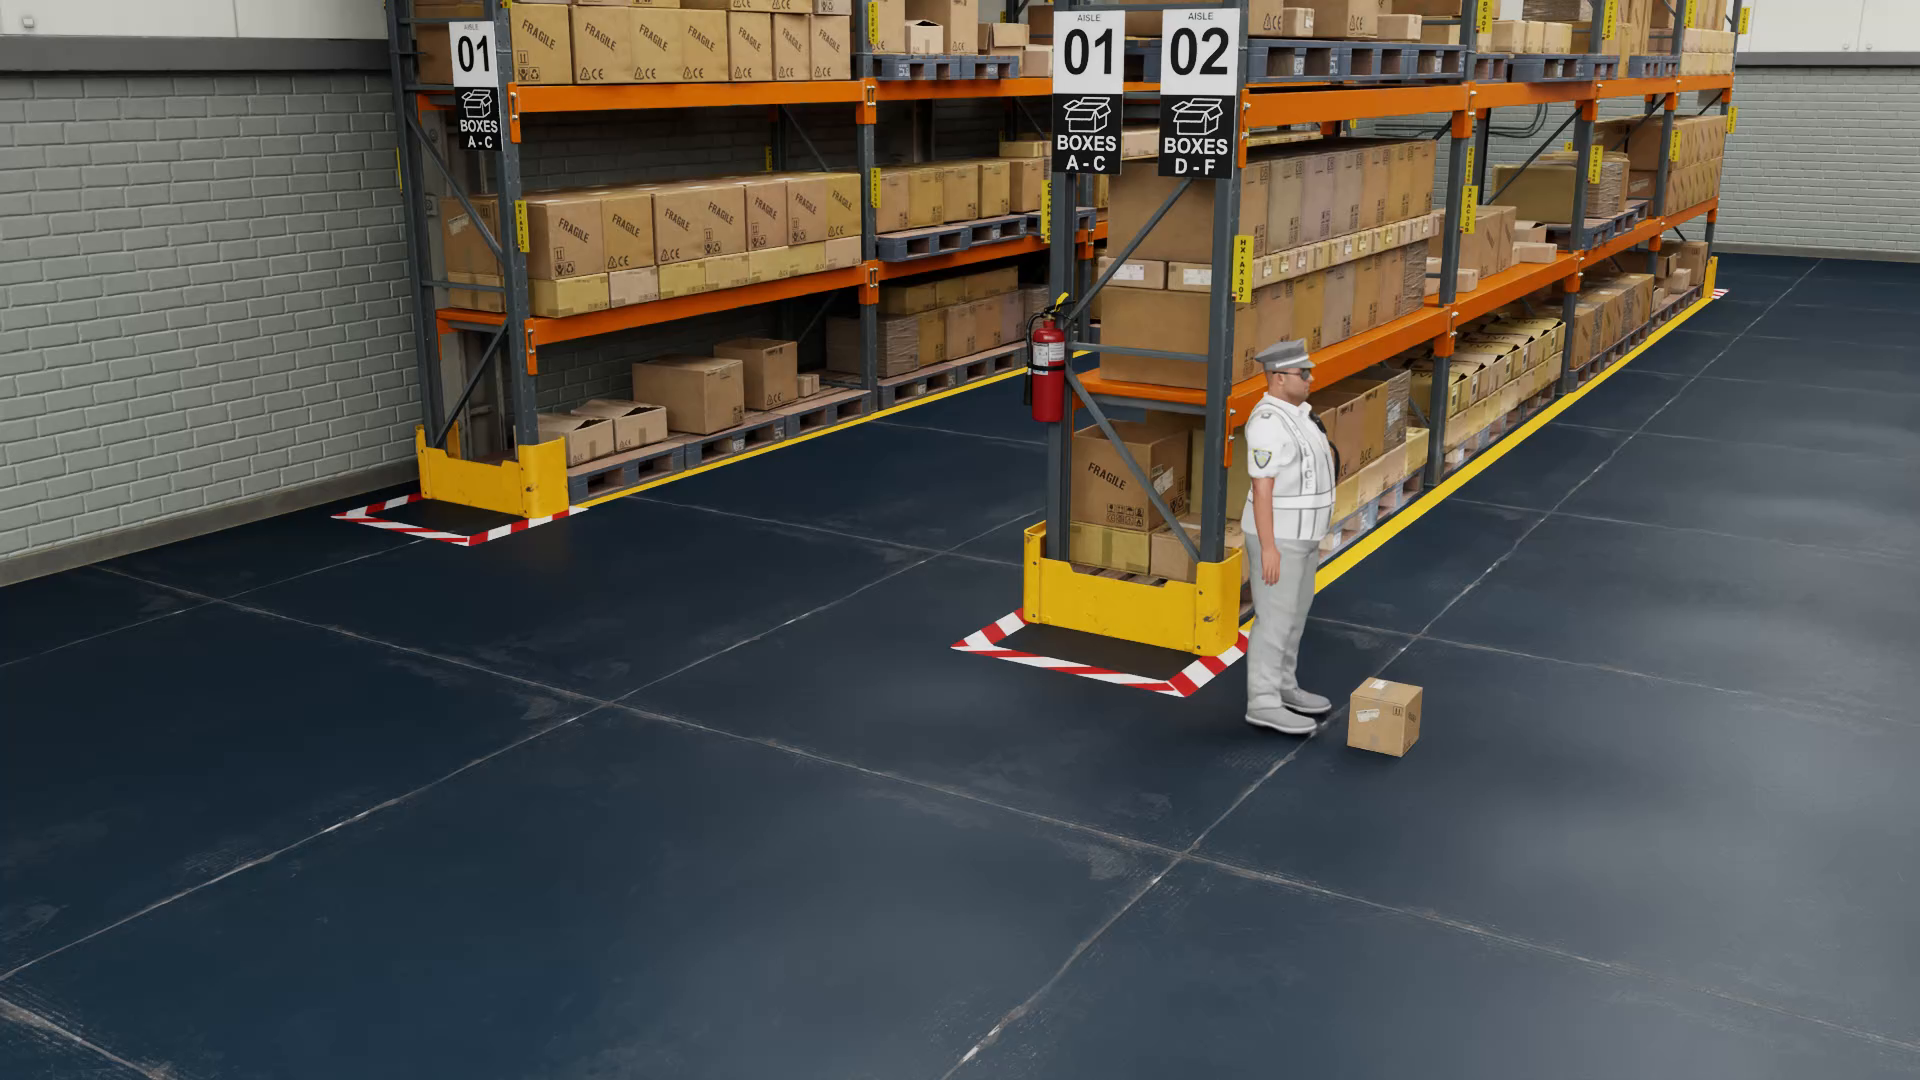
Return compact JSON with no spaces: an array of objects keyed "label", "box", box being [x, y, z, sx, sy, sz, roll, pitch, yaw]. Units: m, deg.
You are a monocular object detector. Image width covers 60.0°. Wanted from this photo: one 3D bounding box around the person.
[{"label":"person","box":[1.513,0.051,7.552,0.585,1.650,0.571,10,19,31]}]
